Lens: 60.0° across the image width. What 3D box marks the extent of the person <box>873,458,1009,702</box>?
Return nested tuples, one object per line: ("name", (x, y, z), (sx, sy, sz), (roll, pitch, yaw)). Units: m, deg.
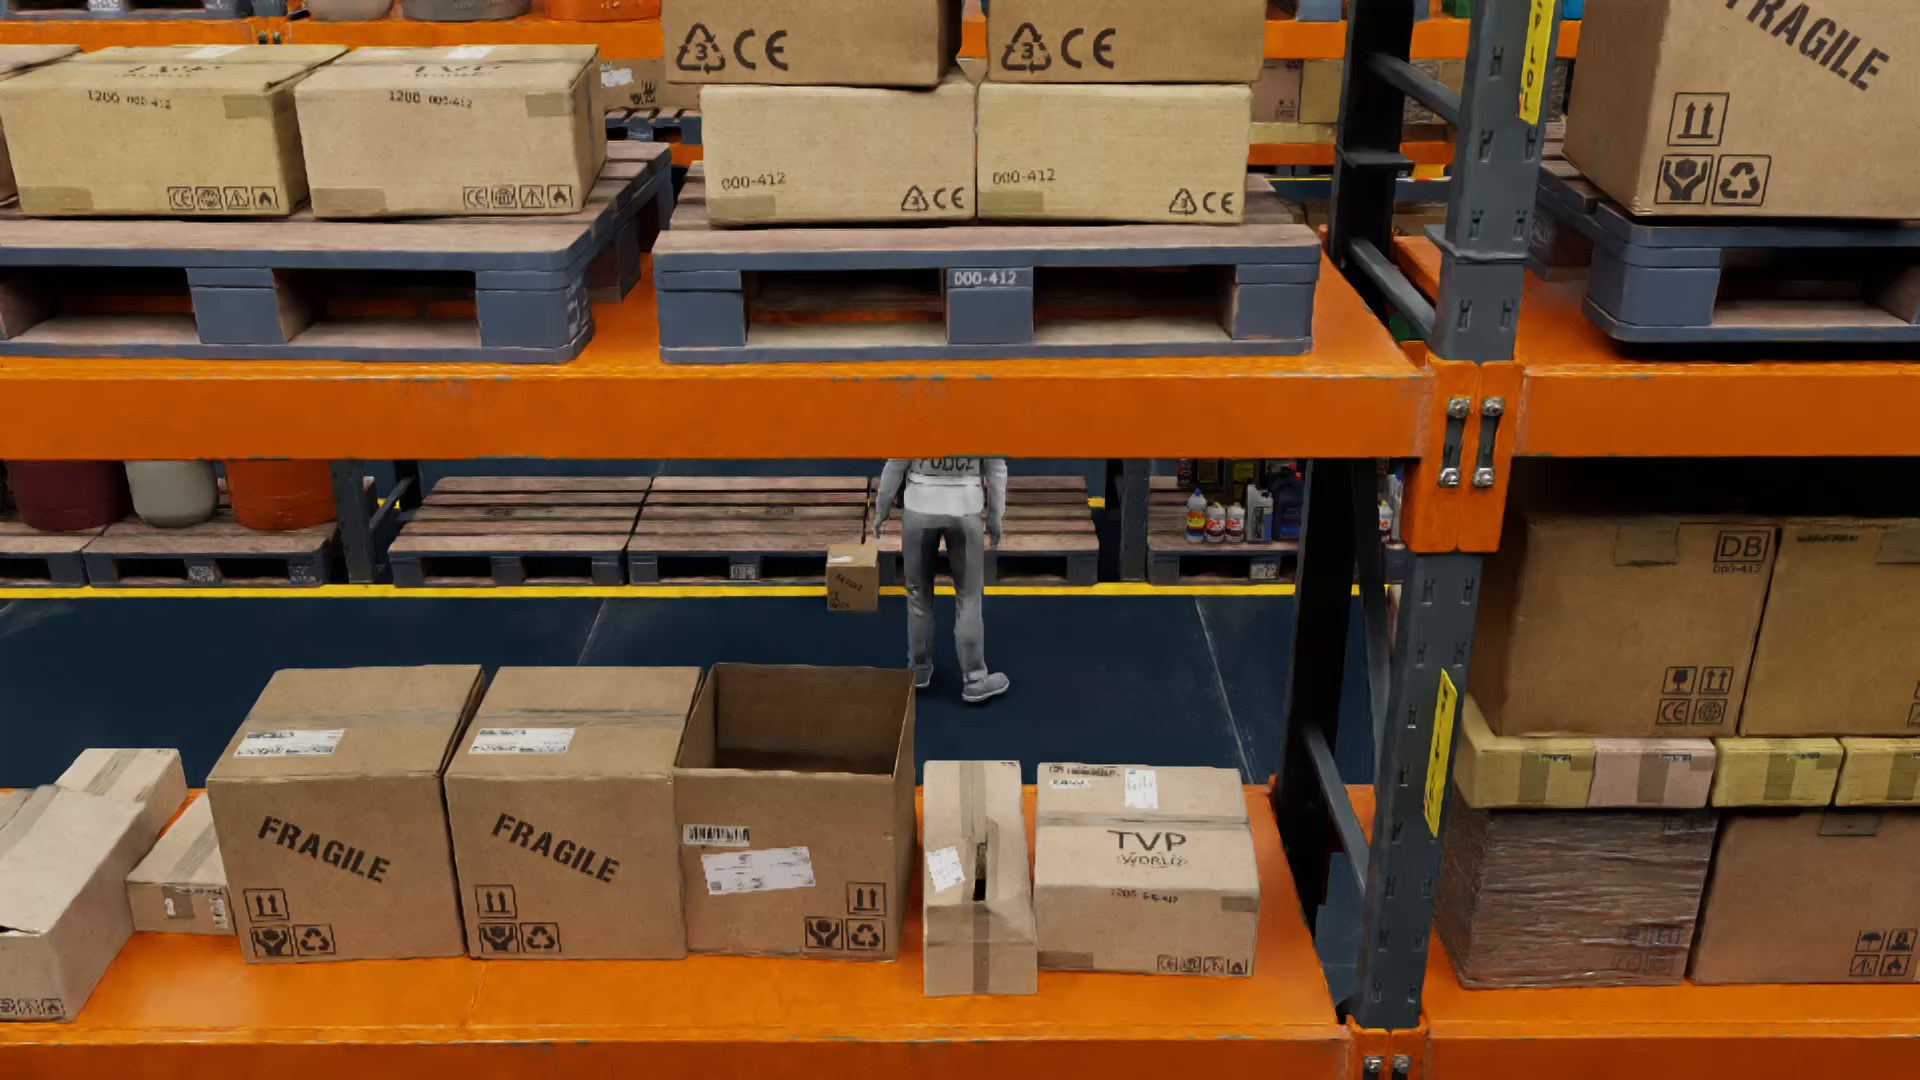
("person", (-0.079, -0.103, 7.271), (0.603, 1.682, 0.423), (-1, 24, -3))
